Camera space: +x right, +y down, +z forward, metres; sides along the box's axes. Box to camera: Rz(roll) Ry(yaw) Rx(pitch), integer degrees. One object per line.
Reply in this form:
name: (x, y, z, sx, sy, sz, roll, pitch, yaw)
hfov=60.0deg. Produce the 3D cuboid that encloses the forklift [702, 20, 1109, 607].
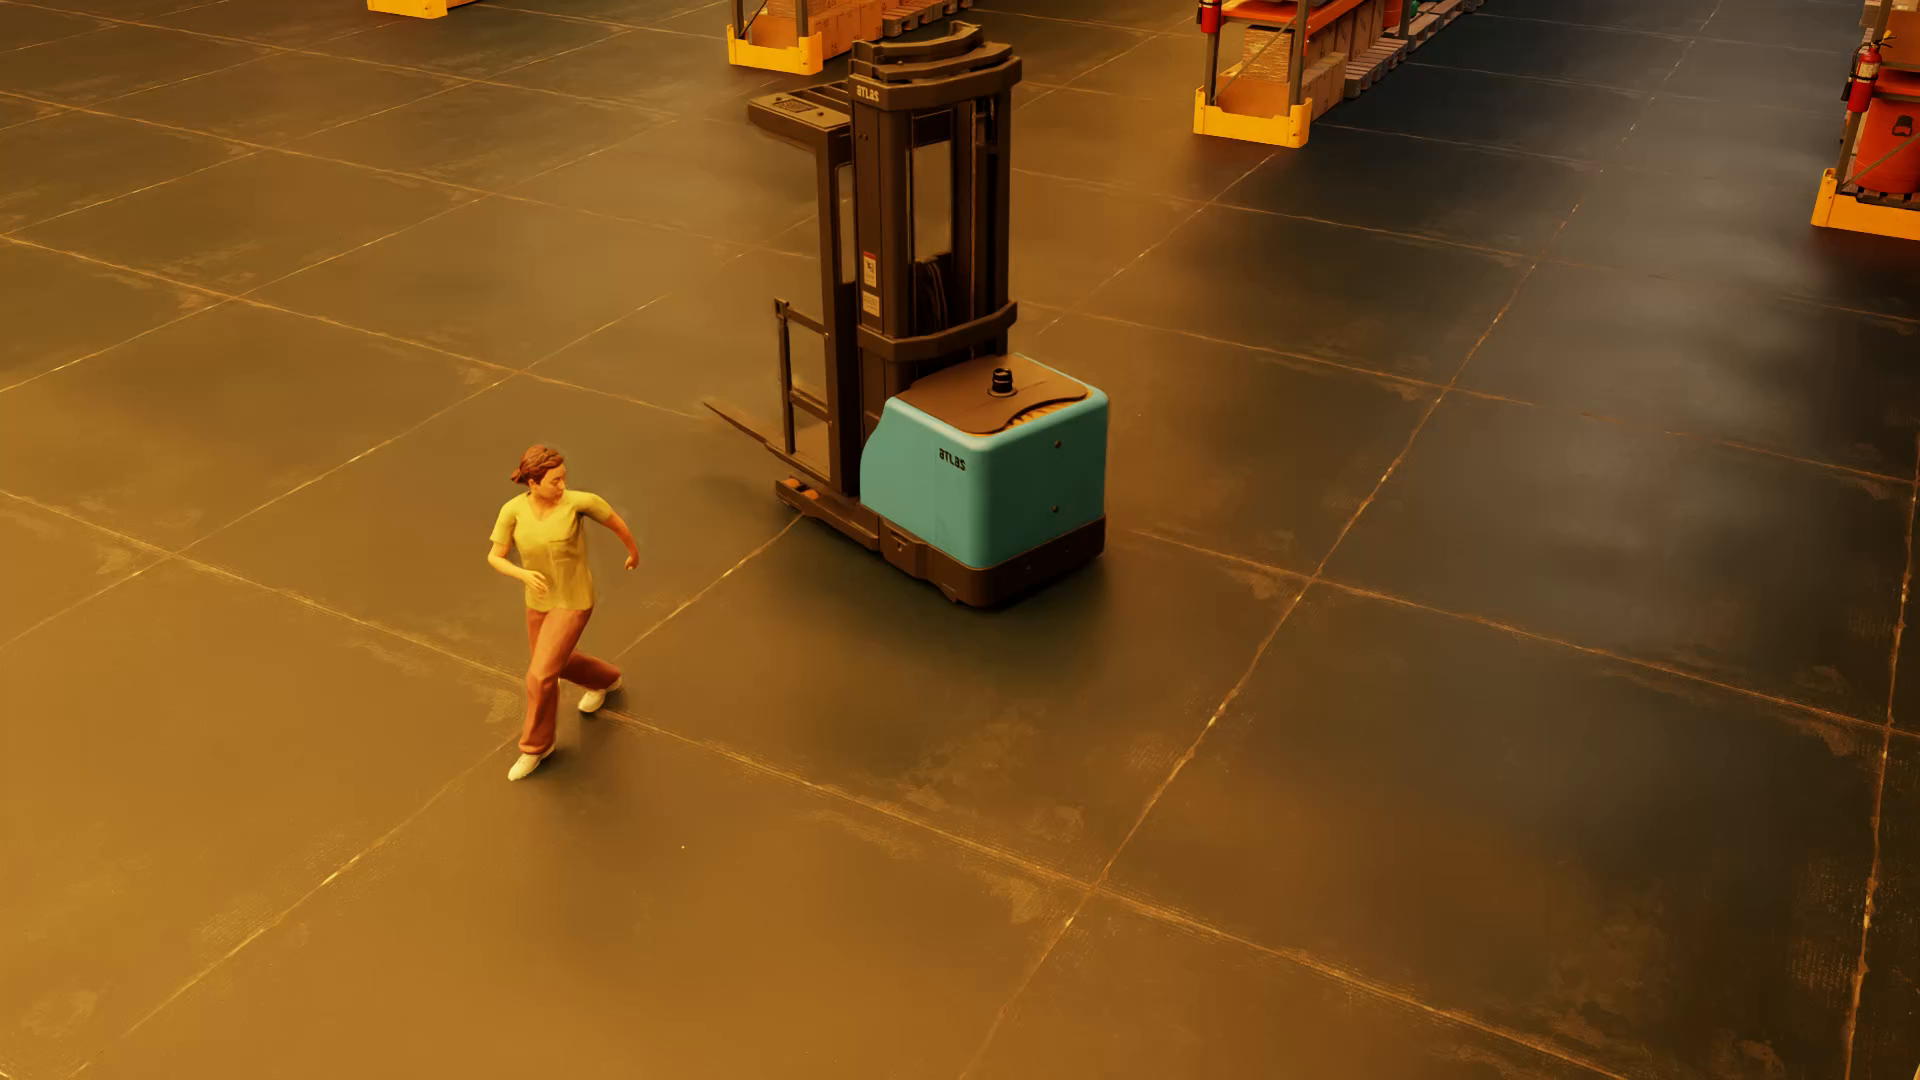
forklift: (-0.494, -1.558, 9.771, 1.130, 2.935, 3.031, -23, 37, -35)

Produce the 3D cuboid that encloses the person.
person: (-1.935, 0.285, 7.954, 0.471, 1.605, 0.903, 12, 32, 20)
